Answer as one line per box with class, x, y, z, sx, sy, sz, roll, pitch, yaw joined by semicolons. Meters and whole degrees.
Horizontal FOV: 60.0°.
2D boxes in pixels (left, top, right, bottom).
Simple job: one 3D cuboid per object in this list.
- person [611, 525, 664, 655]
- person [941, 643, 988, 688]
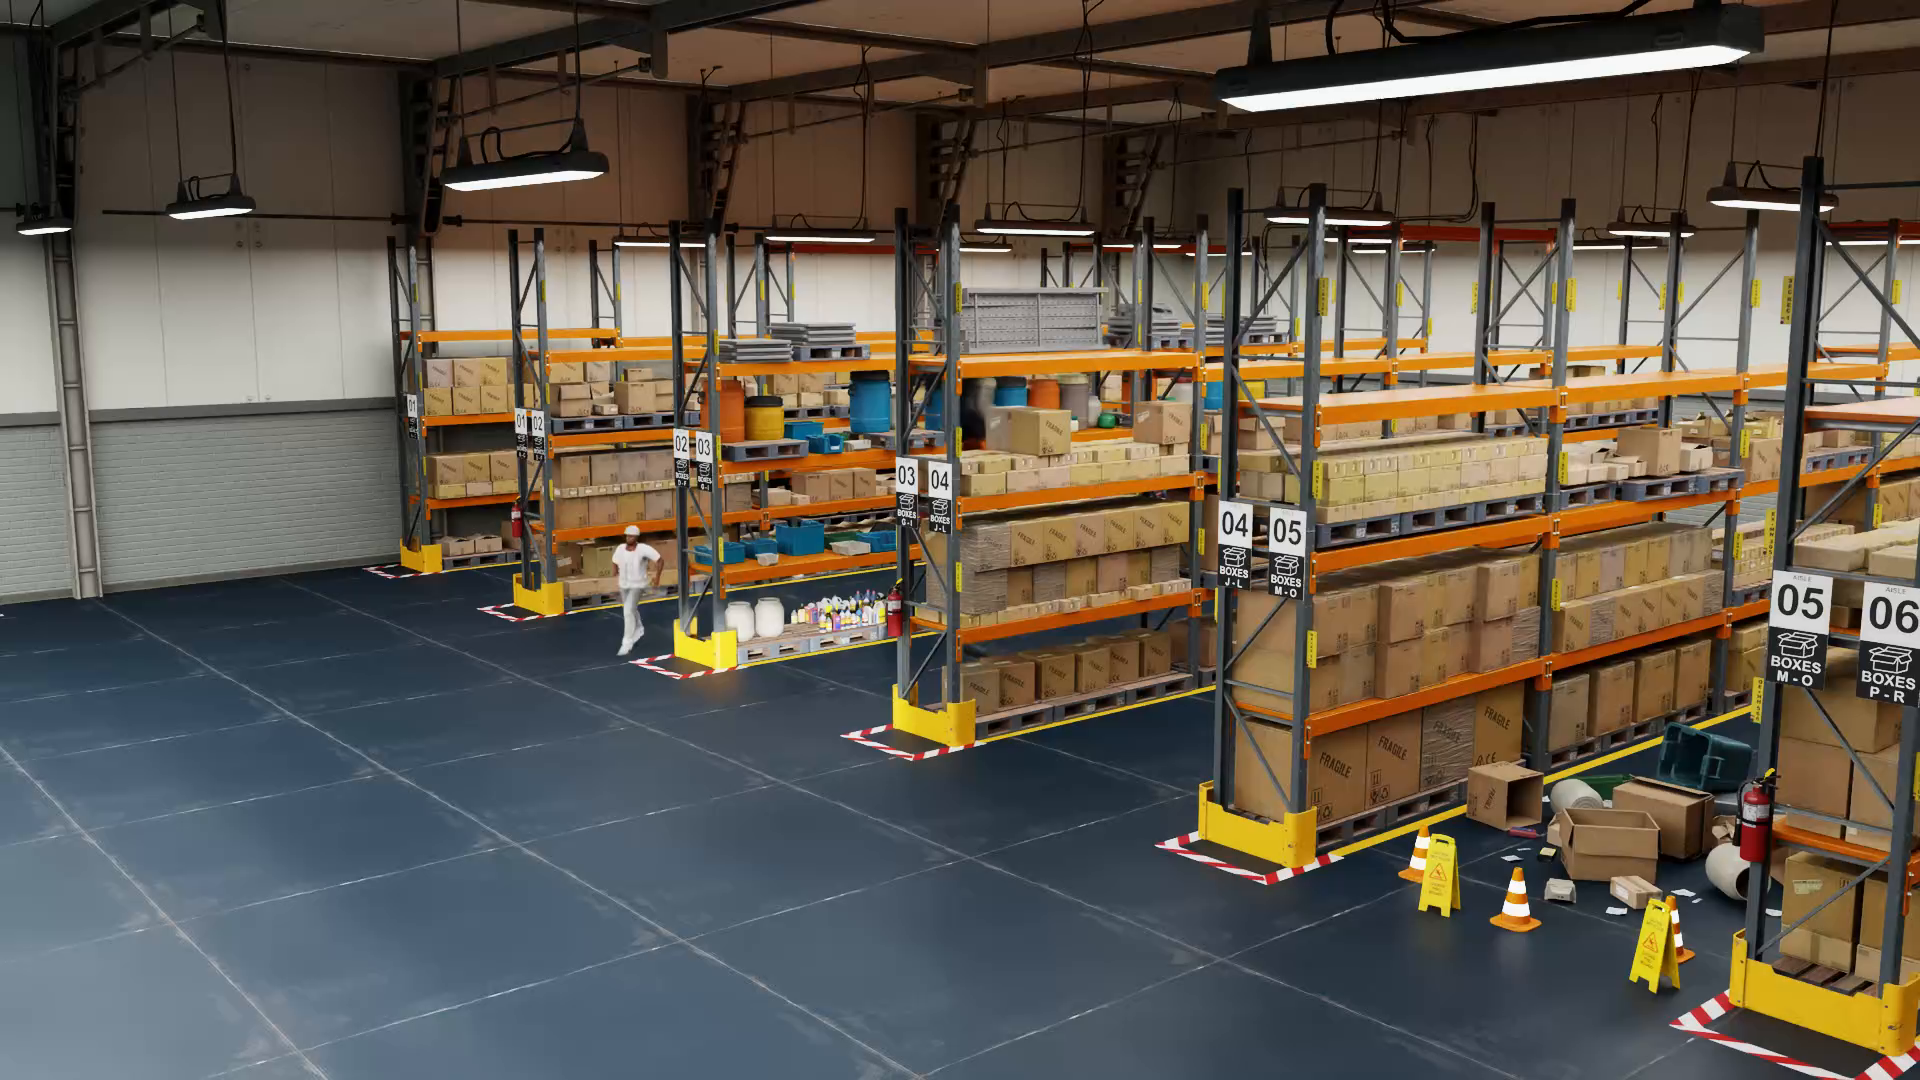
person;-4.615;0.690;23.549;0.724;1.826;0.798;4;10;26
person;0.083;1.005;21.541;0.900;1.745;0.686;-8;12;-42
